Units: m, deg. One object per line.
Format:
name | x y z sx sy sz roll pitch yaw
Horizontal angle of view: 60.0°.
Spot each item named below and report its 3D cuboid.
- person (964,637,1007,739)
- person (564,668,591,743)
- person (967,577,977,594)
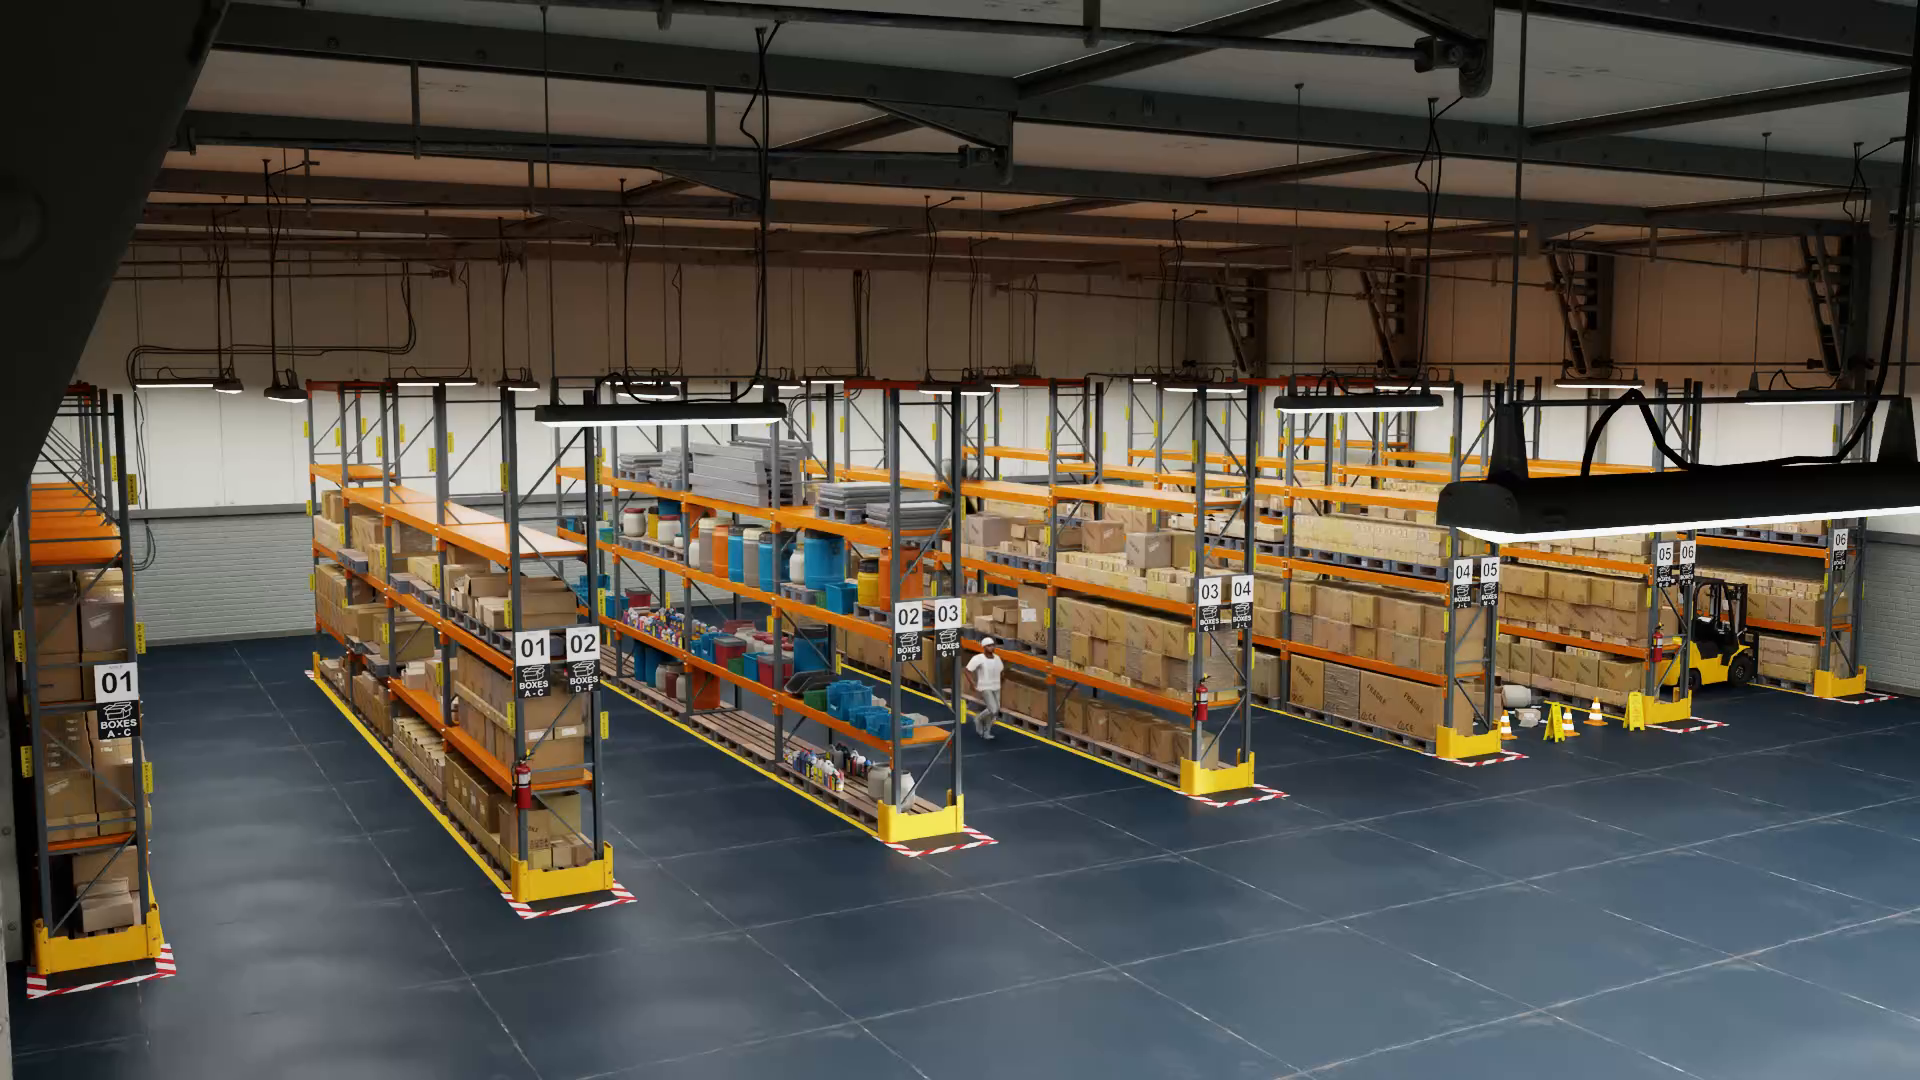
person | 0.507 2.487 27.717 0.691 1.720 0.591 -5 8 -38
person | -6.283 2.528 27.850 0.682 1.682 0.788 -6 8 -42
person | 0.339 0.973 42.139 0.643 1.736 0.655 -4 7 -34
